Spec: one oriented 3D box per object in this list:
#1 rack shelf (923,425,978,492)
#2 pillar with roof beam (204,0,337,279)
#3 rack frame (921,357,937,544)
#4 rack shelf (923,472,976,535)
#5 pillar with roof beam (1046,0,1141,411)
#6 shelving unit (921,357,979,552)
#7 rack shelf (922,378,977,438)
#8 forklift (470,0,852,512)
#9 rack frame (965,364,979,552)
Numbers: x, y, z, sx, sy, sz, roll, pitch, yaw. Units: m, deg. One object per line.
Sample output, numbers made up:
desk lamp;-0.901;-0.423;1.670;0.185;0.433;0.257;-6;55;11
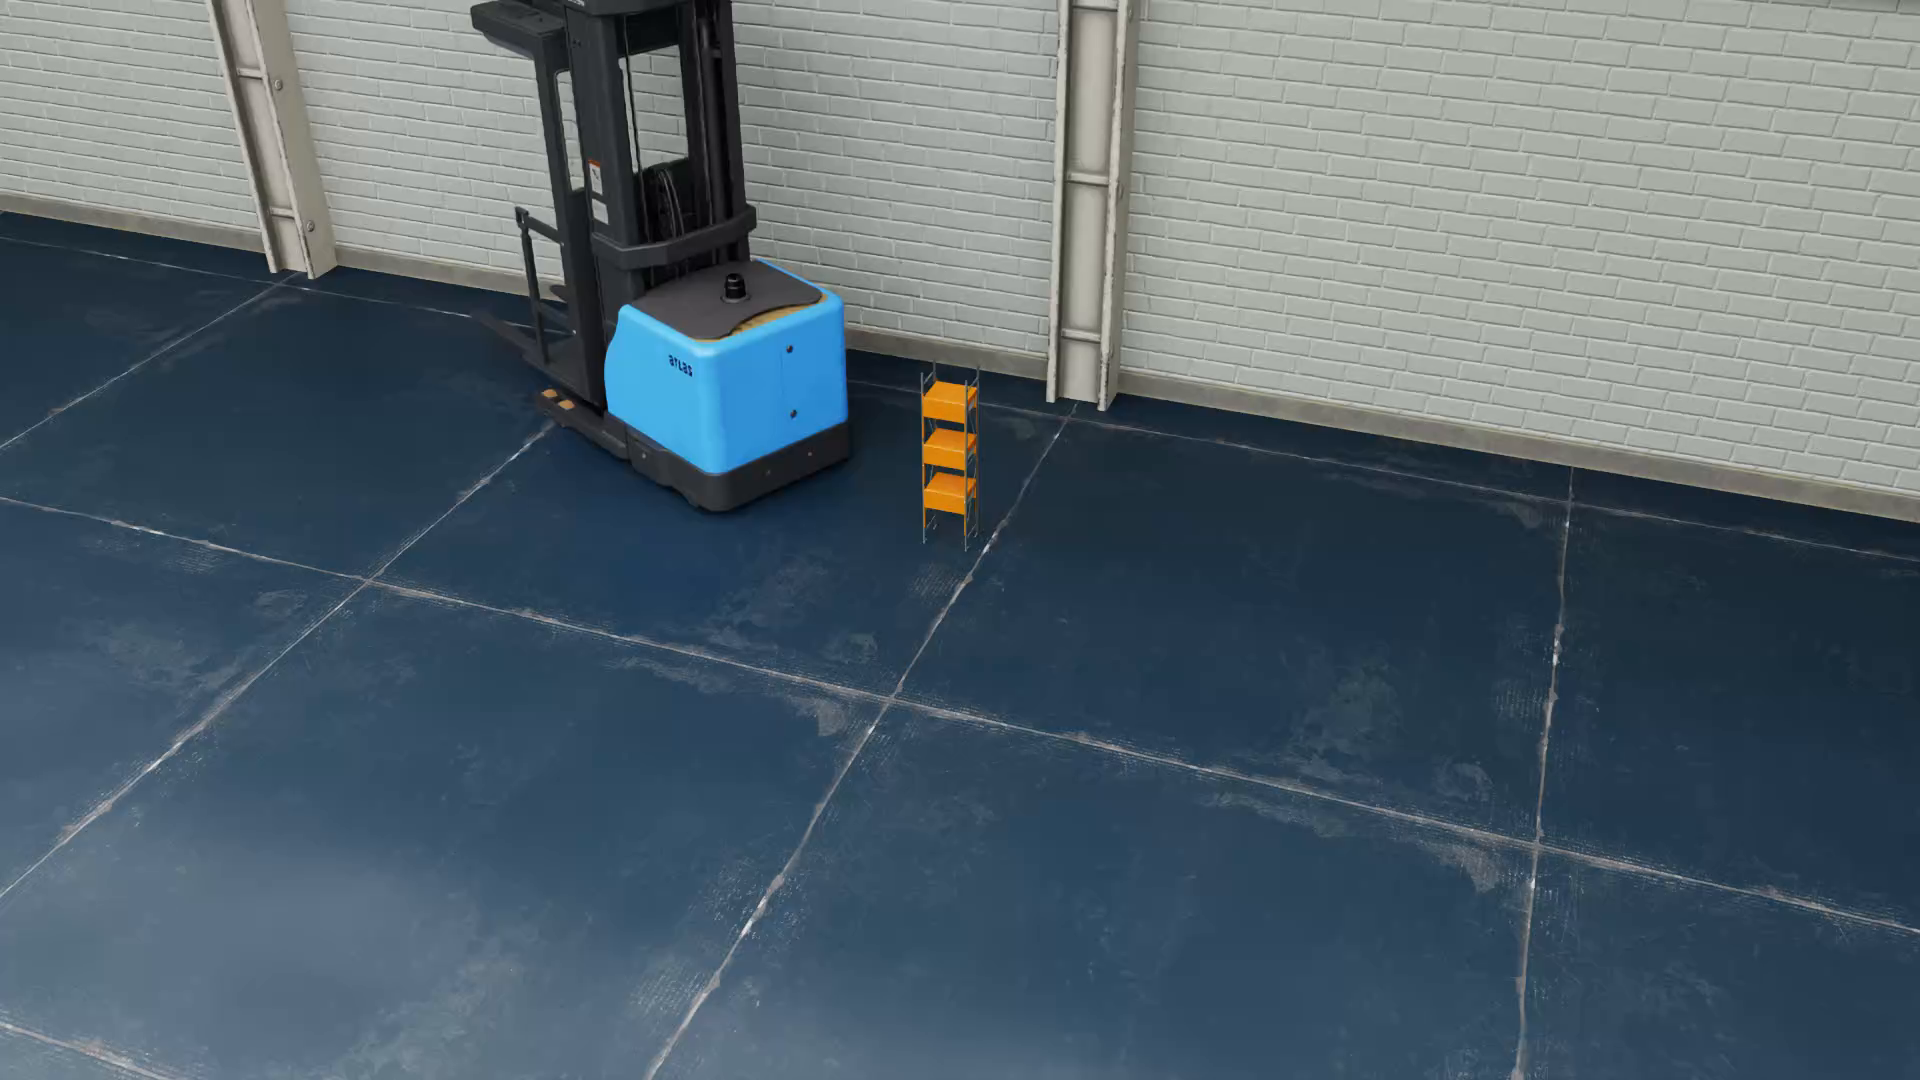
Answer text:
rack shelf;-0.050;-0.442;8.954;0.240;0.259;0.215;11;34;16
pillar with roof beam;-6.316;-3.606;6.507;0.400;9.000;9.100;11;34;16
rack frame;-0.165;-0.473;8.983;0.008;1.050;0.200;11;34;16
rack shelf;-0.050;-0.208;9.105;0.240;0.259;0.215;11;34;16
pillar with roof beam;-0.668;-2.508;4.806;0.400;9.000;9.100;11;34;16
shelving unit;-0.050;-0.451;8.948;0.252;1.050;0.215;11;34;16
rack shelf;-0.050;-0.680;8.800;0.240;0.259;0.215;11;34;16
forklift;-2.016;-2.099;9.766;1.130;2.935;3.031;-27;42;-35
rack frame;0.064;-0.429;8.914;0.008;1.050;0.200;11;34;16
